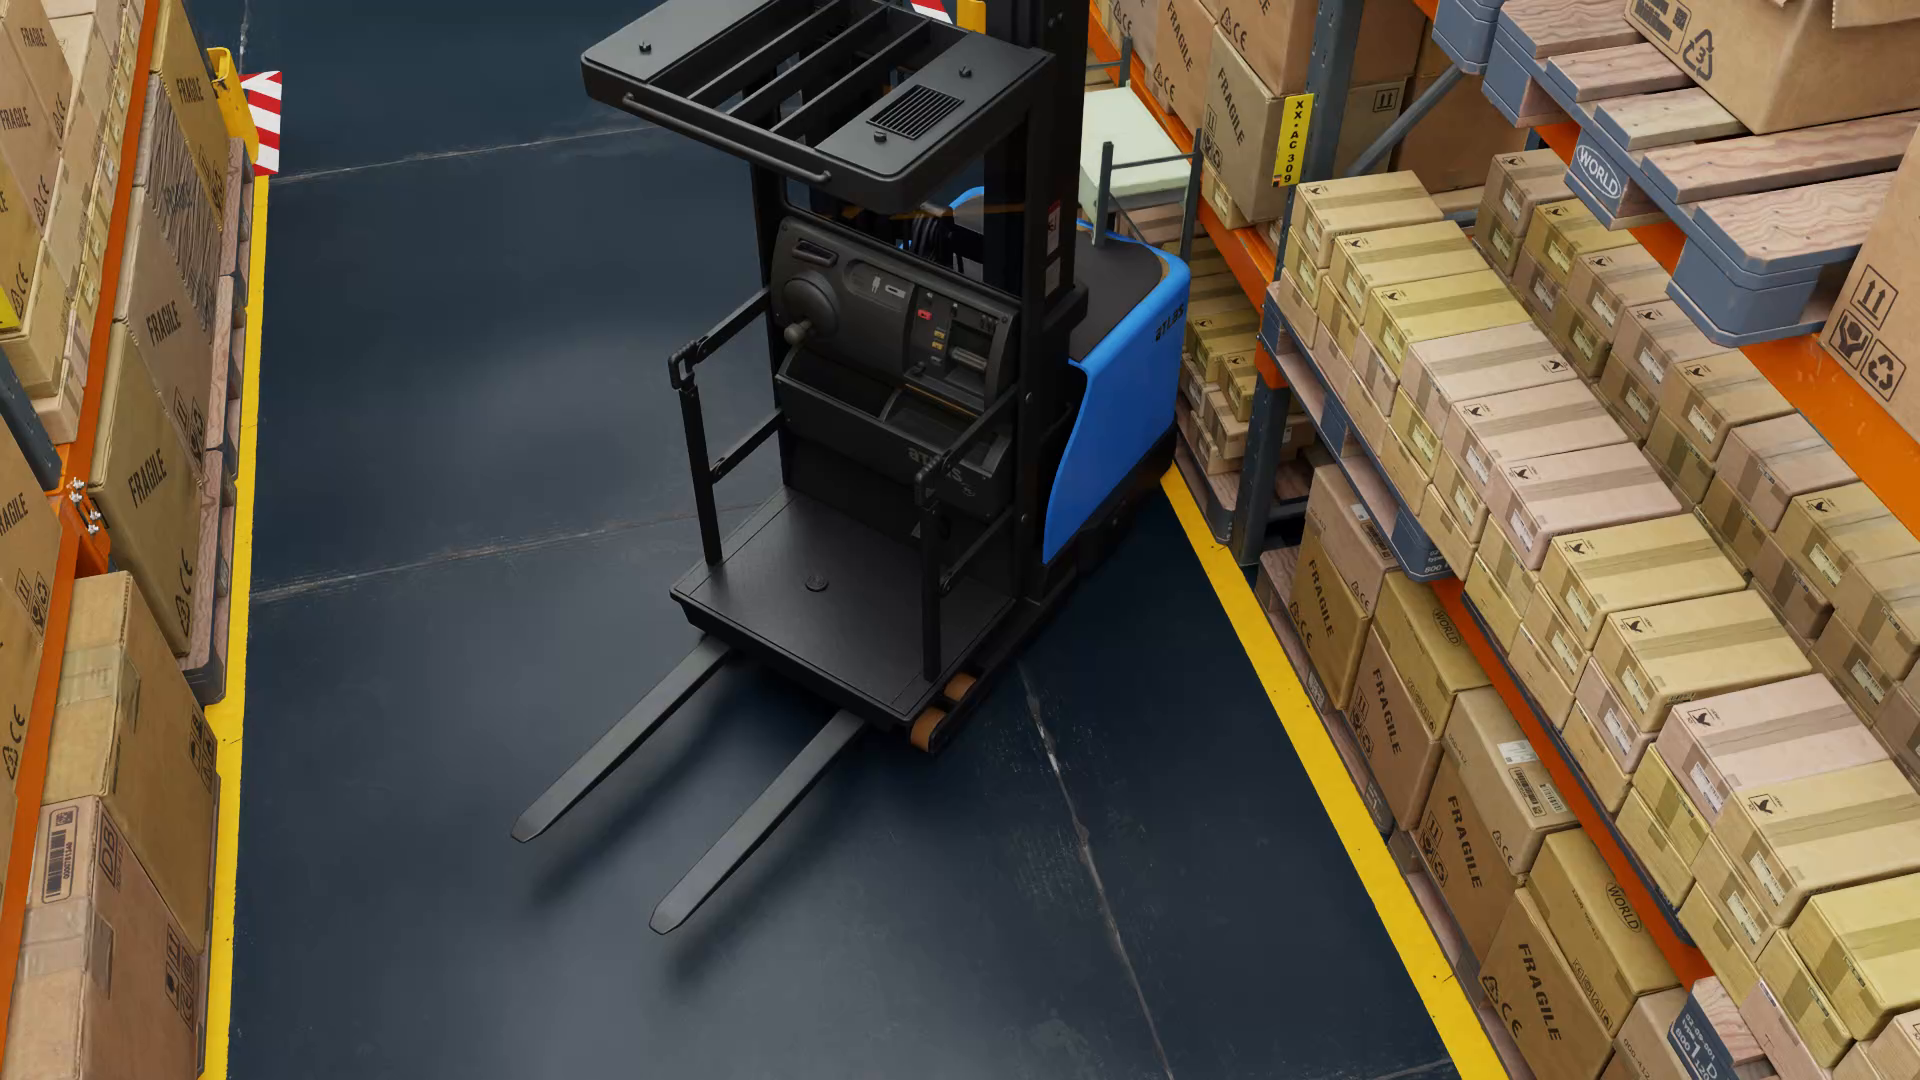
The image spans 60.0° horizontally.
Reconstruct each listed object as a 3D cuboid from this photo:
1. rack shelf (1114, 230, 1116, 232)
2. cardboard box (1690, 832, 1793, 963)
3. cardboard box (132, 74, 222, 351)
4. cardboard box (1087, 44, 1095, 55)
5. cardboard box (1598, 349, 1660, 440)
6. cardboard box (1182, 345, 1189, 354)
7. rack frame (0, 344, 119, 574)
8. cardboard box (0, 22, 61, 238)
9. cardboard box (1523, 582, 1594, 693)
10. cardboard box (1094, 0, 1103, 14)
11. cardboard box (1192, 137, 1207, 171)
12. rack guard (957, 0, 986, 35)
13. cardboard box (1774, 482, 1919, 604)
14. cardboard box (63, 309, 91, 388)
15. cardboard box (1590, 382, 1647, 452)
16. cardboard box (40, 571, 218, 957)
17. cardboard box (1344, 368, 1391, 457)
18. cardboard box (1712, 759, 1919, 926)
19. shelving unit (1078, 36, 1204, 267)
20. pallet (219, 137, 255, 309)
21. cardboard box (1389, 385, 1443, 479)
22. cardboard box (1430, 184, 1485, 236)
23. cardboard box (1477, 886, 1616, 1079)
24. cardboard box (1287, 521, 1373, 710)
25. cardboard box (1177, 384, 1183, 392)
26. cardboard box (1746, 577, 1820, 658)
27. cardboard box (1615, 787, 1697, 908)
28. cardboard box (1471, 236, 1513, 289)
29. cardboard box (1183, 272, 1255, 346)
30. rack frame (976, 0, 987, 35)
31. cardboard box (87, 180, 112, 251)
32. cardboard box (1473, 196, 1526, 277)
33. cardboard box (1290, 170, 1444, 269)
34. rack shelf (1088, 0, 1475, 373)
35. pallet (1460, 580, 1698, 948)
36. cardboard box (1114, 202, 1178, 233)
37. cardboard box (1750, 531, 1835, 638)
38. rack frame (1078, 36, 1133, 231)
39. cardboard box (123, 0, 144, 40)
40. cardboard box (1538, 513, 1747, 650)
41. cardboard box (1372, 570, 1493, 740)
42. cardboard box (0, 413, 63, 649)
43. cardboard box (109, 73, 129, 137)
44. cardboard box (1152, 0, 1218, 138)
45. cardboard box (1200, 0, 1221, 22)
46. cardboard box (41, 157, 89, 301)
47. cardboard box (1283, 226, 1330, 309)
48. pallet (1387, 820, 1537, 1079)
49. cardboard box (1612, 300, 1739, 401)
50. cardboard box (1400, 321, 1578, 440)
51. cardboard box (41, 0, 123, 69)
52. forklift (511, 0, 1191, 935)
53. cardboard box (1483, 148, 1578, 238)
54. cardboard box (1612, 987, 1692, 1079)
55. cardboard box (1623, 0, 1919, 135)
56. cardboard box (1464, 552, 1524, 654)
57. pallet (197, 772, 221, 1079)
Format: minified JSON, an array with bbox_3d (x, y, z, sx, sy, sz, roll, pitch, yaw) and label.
[{"bbox_3d":[0.580,-0.932,7.037,0.431,0.370,0.720,-11,45,-13],"label":"rack shelf"},{"bbox_3d":[1.837,0.734,3.605,0.380,0.149,0.250,-11,47,-10],"label":"cardboard box"},{"bbox_3d":[-3.788,-1.342,7.158,0.875,0.875,0.875,-11,47,-10],"label":"cardboard box"},{"bbox_3d":[0.492,-2.399,8.286,0.380,0.149,0.250,-11,47,-10],"label":"cardboard box"},{"bbox_3d":[2.079,-0.452,4.767,0.380,0.149,0.250,-12,47,-12],"label":"cardboard box"},{"bbox_3d":[1.028,-0.848,6.975,0.380,0.149,0.250,-12,47,-12],"label":"cardboard box"},{"bbox_3d":[-3.238,-0.232,4.877,1.000,3.000,0.127,-11,47,-10],"label":"rack frame"},{"bbox_3d":[-3.232,-1.265,5.261,0.500,0.500,0.500,-11,47,-10],"label":"cardboard box"},{"bbox_3d":[1.641,0.203,4.124,0.380,0.149,0.250,-12,47,-11],"label":"cardboard box"},{"bbox_3d":[0.773,-2.392,7.169,0.380,0.149,0.250,-9,46,-9],"label":"cardboard box"},{"bbox_3d":[1.101,-1.489,6.285,0.380,0.149,0.250,-9,46,-9],"label":"cardboard box"},{"bbox_3d":[0.578,-2.903,9.245,1.175,0.500,0.348,-11,47,-10],"label":"rack guard"},{"bbox_3d":[2.277,-0.009,4.124,0.380,0.149,0.250,-11,47,-11],"label":"cardboard box"},{"bbox_3d":[-3.059,-0.591,5.404,0.380,0.149,0.250,-12,47,-12],"label":"cardboard box"},{"bbox_3d":[2.069,-0.365,4.890,0.380,0.149,0.250,-13,47,-12],"label":"cardboard box"},{"bbox_3d":[-3.055,0.803,5.057,1.225,0.875,0.875,-11,47,-10],"label":"cardboard box"},{"bbox_3d":[1.376,-0.409,4.932,0.380,0.149,0.250,-10,46,-10],"label":"cardboard box"},{"bbox_3d":[1.837,0.632,3.495,0.380,0.149,0.250,-9,46,-9],"label":"cardboard box"},{"bbox_3d":[0.586,-1.168,6.812,0.431,1.500,0.755,-11,45,-13],"label":"shelving unit"},{"bbox_3d":[-3.982,-1.480,8.053,1.003,0.211,1.213,-11,47,-10],"label":"pallet"},{"bbox_3d":[1.441,-0.340,4.657,0.380,0.149,0.250,-13,47,-12],"label":"cardboard box"},{"bbox_3d":[1.826,-1.237,6.038,0.380,0.149,0.250,-9,46,-9],"label":"cardboard box"},{"bbox_3d":[1.905,1.293,4.839,0.500,0.500,0.500,-13,47,-12],"label":"cardboard box"},{"bbox_3d":[1.515,0.217,5.893,0.500,0.500,0.500,-9,46,-9],"label":"cardboard box"},{"bbox_3d":[1.037,-0.792,7.128,0.380,0.149,0.250,-12,47,-12],"label":"cardboard box"},{"bbox_3d":[2.281,0.193,4.343,0.380,0.149,0.250,-12,47,-12],"label":"cardboard box"},{"bbox_3d":[1.777,0.669,3.876,0.380,0.149,0.250,-13,47,-12],"label":"cardboard box"},{"bbox_3d":[1.876,-0.890,5.404,0.380,0.149,0.250,-12,47,-11],"label":"cardboard box"},{"bbox_3d":[1.066,-0.964,6.880,0.380,0.149,0.250,-11,47,-11],"label":"cardboard box"},{"bbox_3d":[0.559,-3.831,8.404,1.000,3.000,0.127,-11,47,-10],"label":"rack frame"},{"bbox_3d":[-3.262,-1.130,5.933,0.380,0.149,0.250,-11,47,-11],"label":"cardboard box"},{"bbox_3d":[1.875,-0.994,5.297,0.380,0.149,0.250,-9,46,-9],"label":"cardboard box"},{"bbox_3d":[1.239,-0.980,5.076,0.380,0.149,0.250,-9,46,-8],"label":"cardboard box"},{"bbox_3d":[1.071,-2.198,7.308,1.077,0.370,4.000,-11,47,-10],"label":"rack shelf"},{"bbox_3d":[2.060,0.400,4.392,1.003,0.211,1.213,-11,47,-10],"label":"pallet"},{"bbox_3d":[0.835,-1.512,7.417,0.380,0.149,0.250,-12,47,-12],"label":"cardboard box"},{"bbox_3d":[2.273,0.084,4.241,0.380,0.149,0.250,-9,46,-9],"label":"cardboard box"},{"bbox_3d":[0.476,-1.411,7.063,0.400,1.500,0.023,-11,45,-13],"label":"rack frame"},{"bbox_3d":[-3.658,-2.194,6.976,0.380,0.149,0.250,-10,46,-10],"label":"cardboard box"},{"bbox_3d":[1.643,0.098,4.019,0.380,0.149,0.250,-9,46,-9],"label":"cardboard box"},{"bbox_3d":[1.655,0.322,5.265,0.500,0.250,0.500,-10,46,-9],"label":"cardboard box"},{"bbox_3d":[-2.854,0.006,4.574,0.500,0.500,0.500,-11,47,-10],"label":"cardboard box"},{"bbox_3d":[-3.461,-1.665,6.457,0.380,0.149,0.250,-10,46,-10],"label":"cardboard box"},{"bbox_3d":[1.054,-1.849,6.184,0.500,0.500,0.500,-12,47,-11],"label":"cardboard box"},{"bbox_3d":[1.063,-2.189,5.817,0.500,0.500,0.500,-12,47,-12],"label":"cardboard box"},{"bbox_3d":[-3.227,-1.000,5.527,0.500,0.250,0.500,-11,47,-11],"label":"cardboard box"},{"bbox_3d":[1.239,-0.876,5.182,0.380,0.149,0.250,-10,46,-10],"label":"cardboard box"},{"bbox_3d":[2.099,1.288,5.340,1.003,0.211,1.213,-11,47,-10],"label":"pallet"},{"bbox_3d":[2.075,-0.550,4.654,0.380,0.149,0.250,-11,47,-10],"label":"cardboard box"},{"bbox_3d":[1.441,-0.439,4.545,0.380,0.149,0.250,-11,47,-11],"label":"cardboard box"},{"bbox_3d":[-3.621,-2.058,6.563,0.500,0.250,0.500,-12,47,-12],"label":"cardboard box"},{"bbox_3d":[-0.355,-0.655,5.340,1.130,2.935,3.031,26,51,23],"label":"forklift"},{"bbox_3d":[1.874,-1.095,5.188,0.380,0.149,0.250,-9,46,-8],"label":"cardboard box"},{"bbox_3d":[2.038,1.387,4.222,0.500,0.250,0.500,-10,46,-10],"label":"cardboard box"},{"bbox_3d":[1.851,-1.212,3.371,0.797,0.503,0.637,-11,47,-11],"label":"cardboard box"},{"bbox_3d":[1.578,0.128,4.406,0.380,0.149,0.250,-11,47,-11],"label":"cardboard box"},{"bbox_3d":[-2.968,1.263,5.365,1.003,0.211,1.213,-11,47,-10],"label":"pallet"}]
